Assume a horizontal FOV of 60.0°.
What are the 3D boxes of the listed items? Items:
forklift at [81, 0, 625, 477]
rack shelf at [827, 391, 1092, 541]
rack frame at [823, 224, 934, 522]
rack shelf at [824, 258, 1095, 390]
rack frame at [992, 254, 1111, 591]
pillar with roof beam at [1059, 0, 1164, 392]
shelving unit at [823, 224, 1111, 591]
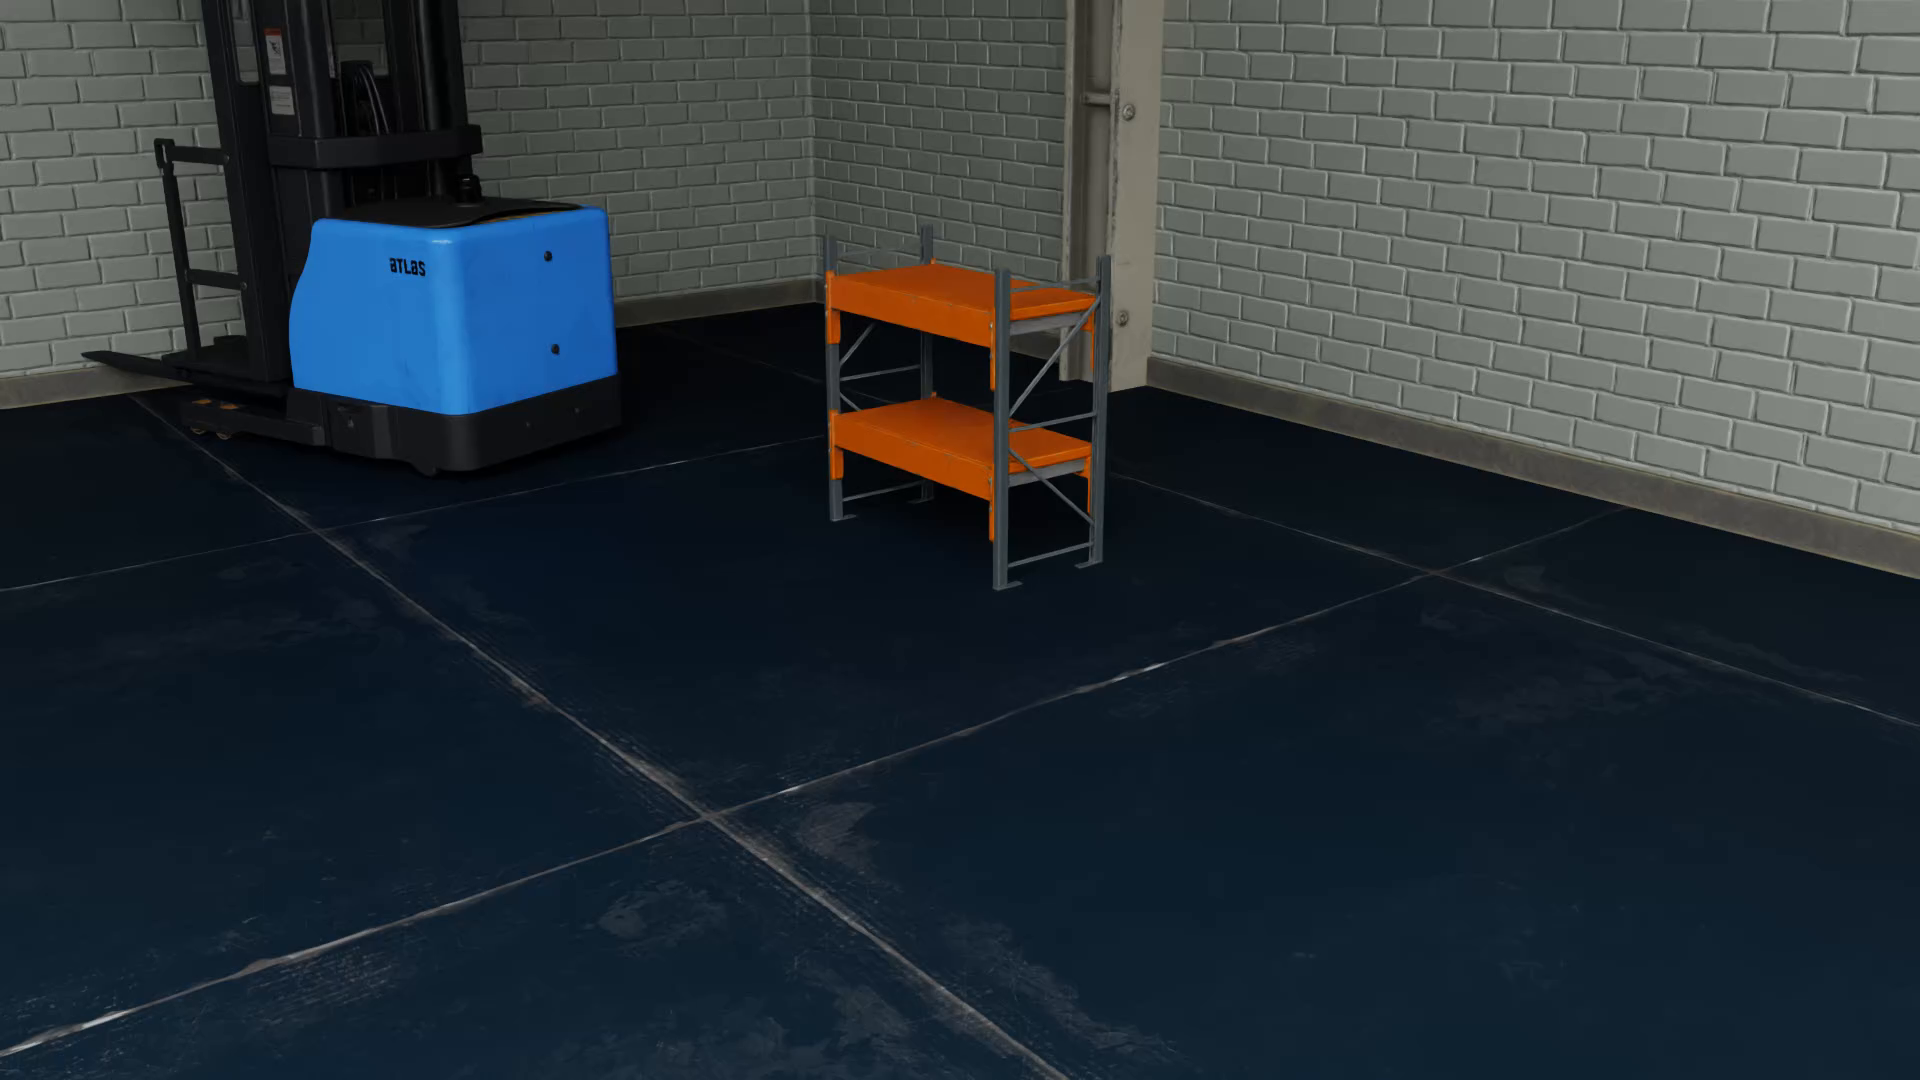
[{"bbox_3d":[-3.093,-1.989,7.707,3.031,2.935,1.130,11,21,30],"label":"forklift"},{"bbox_3d":[0.004,-0.300,6.258,0.538,0.278,1.000,-14,23,-36],"label":"rack shelf"},{"bbox_3d":[-0.311,-0.658,6.559,0.500,1.125,0.032,-14,23,-36],"label":"rack frame"},{"bbox_3d":[0.004,-0.810,6.089,0.538,0.278,1.000,-14,23,-36],"label":"rack shelf"},{"bbox_3d":[0.320,-0.407,5.802,0.500,1.125,0.032,-14,23,-36],"label":"rack frame"},{"bbox_3d":[-2.600,-4.281,4.977,9.100,9.000,0.400,-14,23,-36],"label":"pillar with roof beam"},{"bbox_3d":[0.004,-0.532,6.181,0.538,1.125,1.048,-14,23,-36],"label":"shelving unit"}]
